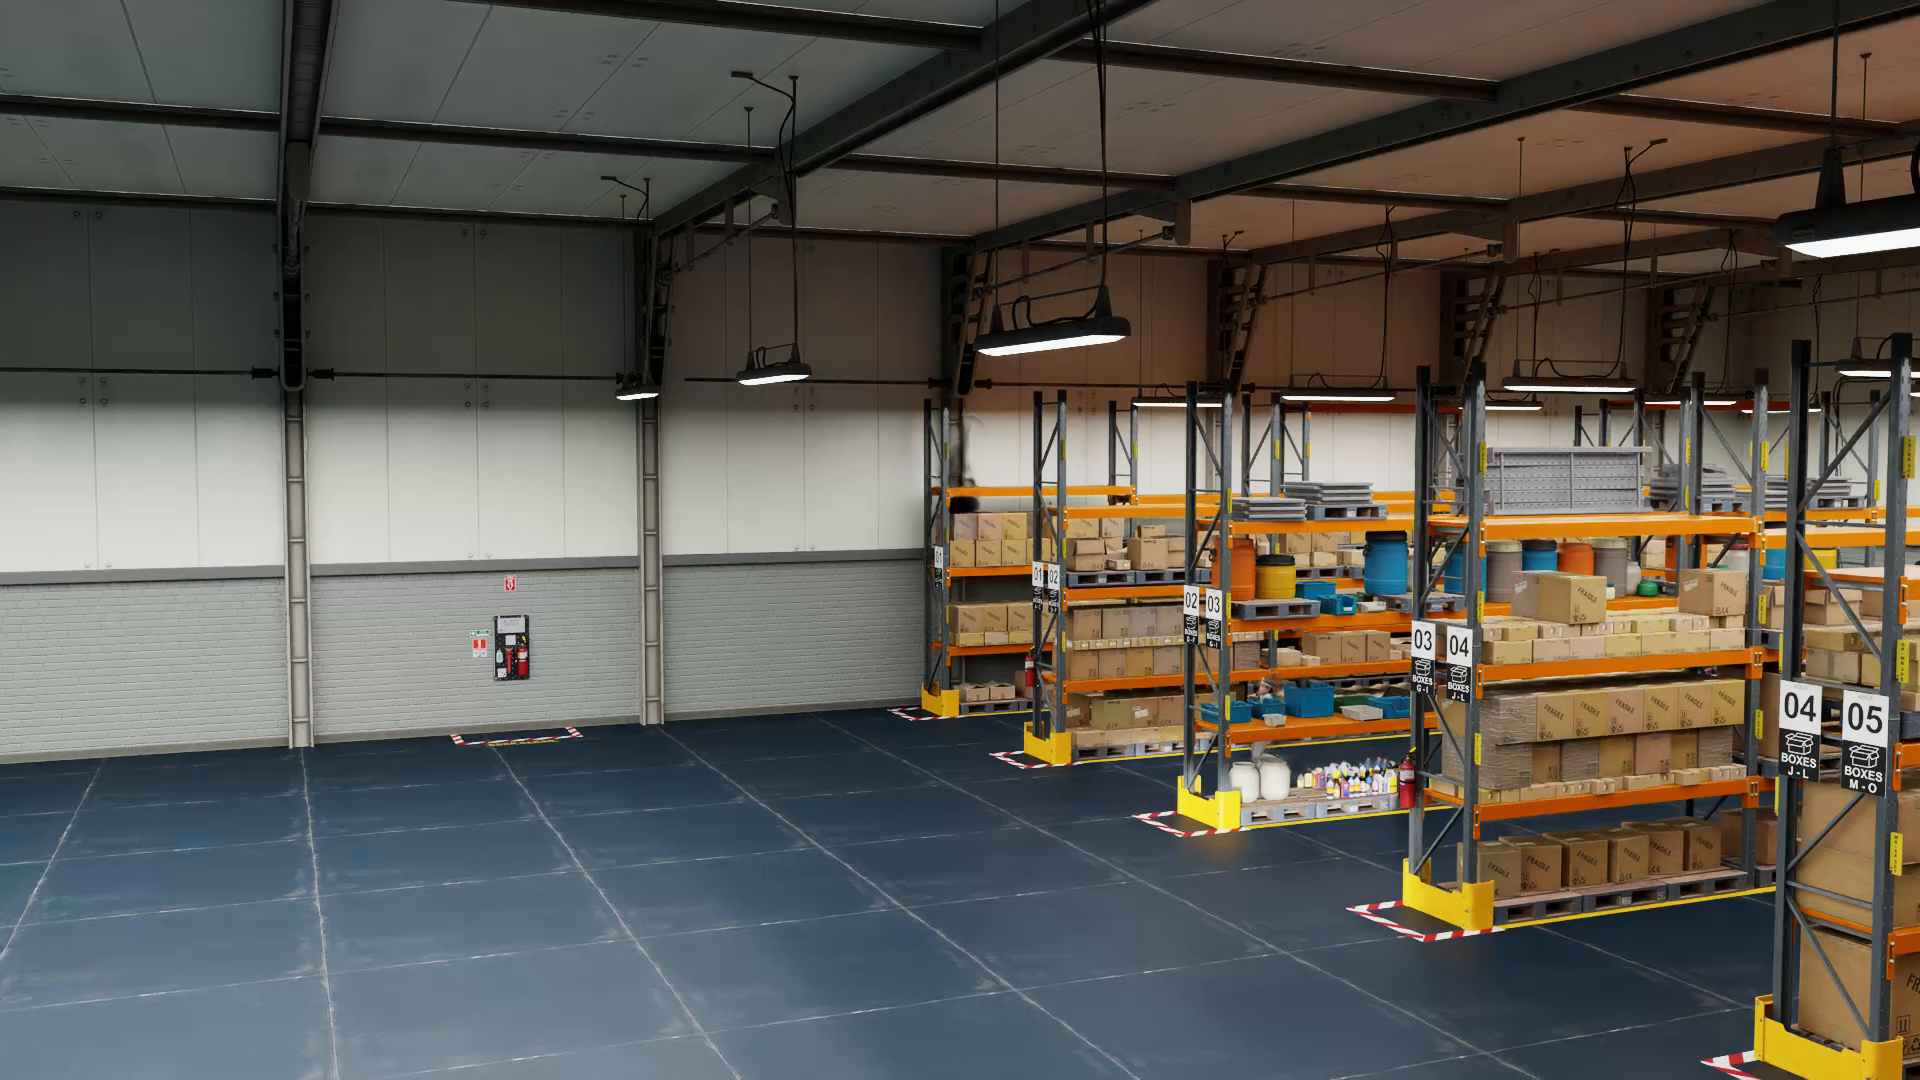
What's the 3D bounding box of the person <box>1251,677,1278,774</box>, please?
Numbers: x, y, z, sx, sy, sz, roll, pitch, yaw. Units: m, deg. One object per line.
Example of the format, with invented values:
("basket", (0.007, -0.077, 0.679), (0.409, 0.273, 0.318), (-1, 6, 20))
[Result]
("person", (4.592, 2.881, 24.978), (0.554, 1.653, 0.616), (-1, 3, -16))
